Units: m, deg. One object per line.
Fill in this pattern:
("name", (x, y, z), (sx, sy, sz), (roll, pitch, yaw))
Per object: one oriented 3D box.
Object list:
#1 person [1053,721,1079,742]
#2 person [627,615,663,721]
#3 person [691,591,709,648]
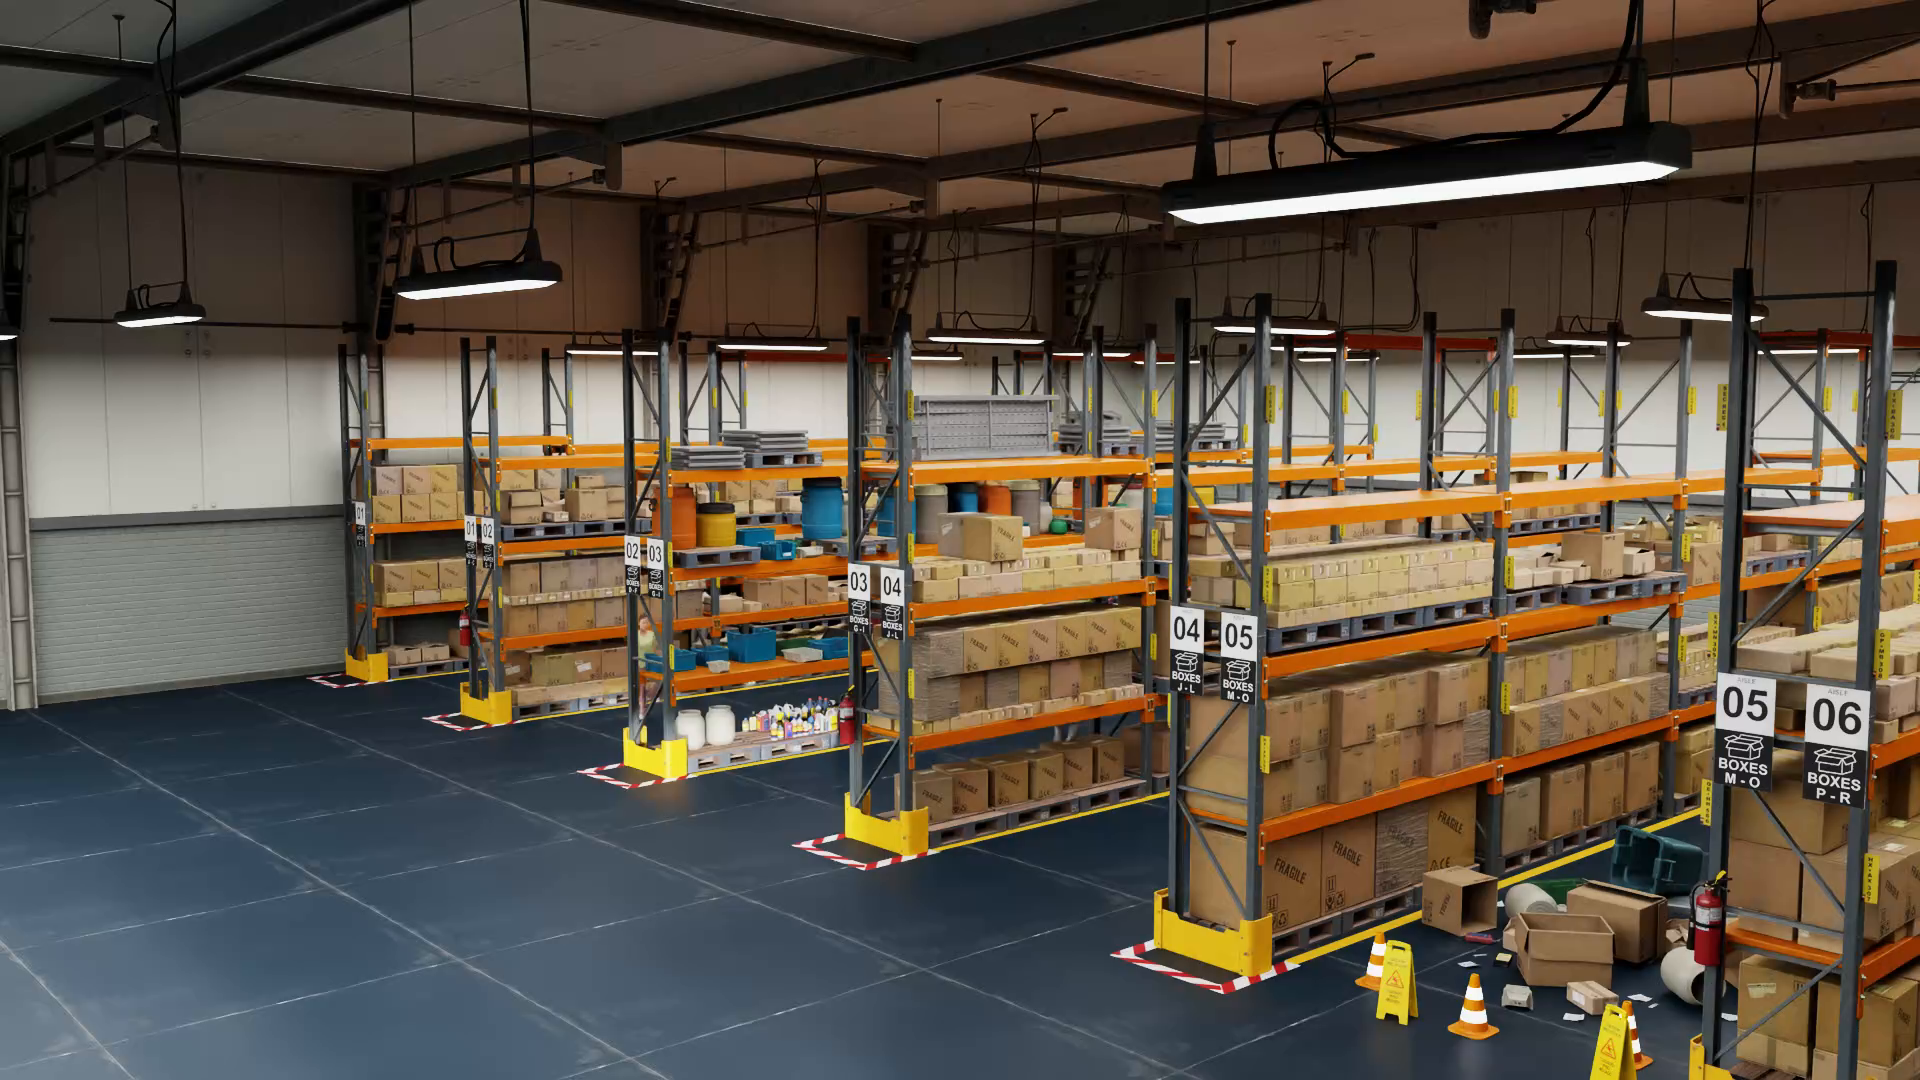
("person", (1.436, 2.240, 23.063), (0.482, 1.689, 0.451), (1, 5, 11))
("person", (-4.902, 2.006, 26.013), (0.553, 1.672, 0.473), (-3, 6, -26))
("person", (-4.826, 1.582, 30.632), (0.589, 1.813, 0.562), (-1, 5, -8))
